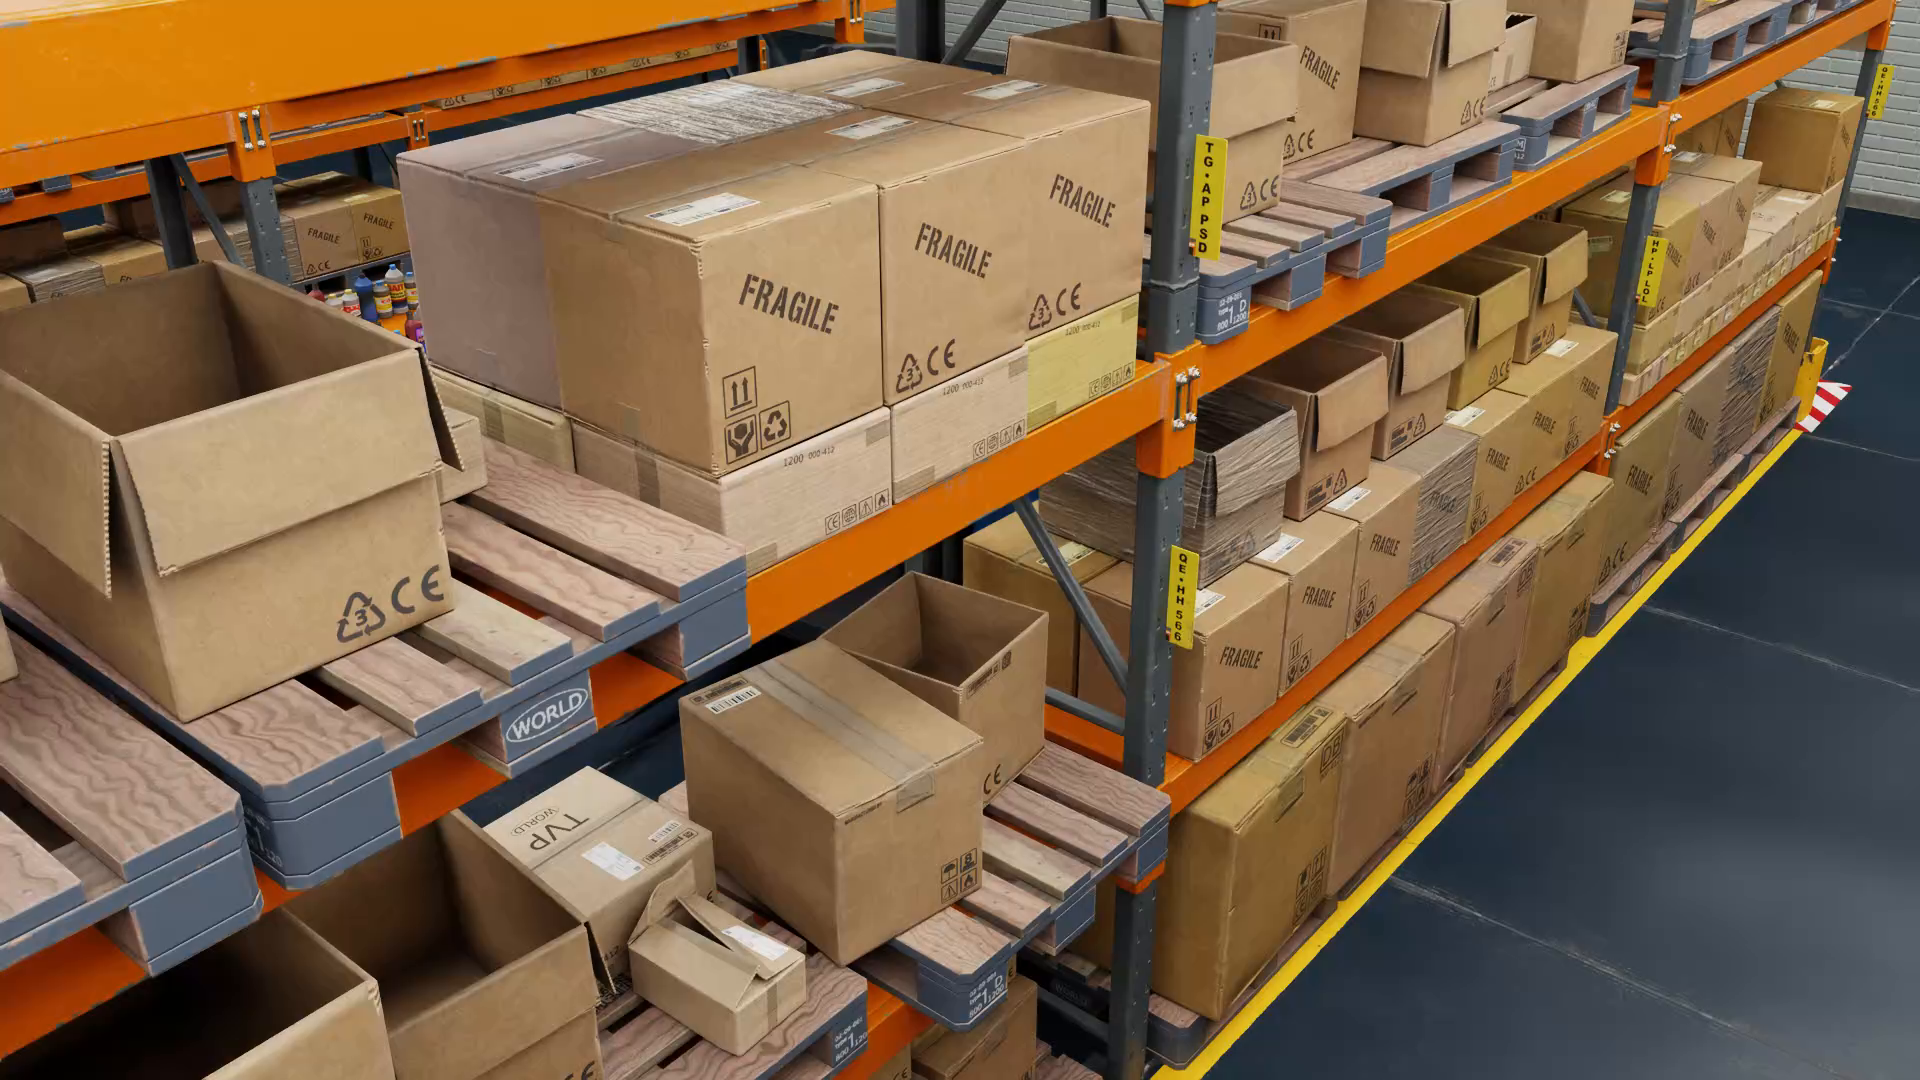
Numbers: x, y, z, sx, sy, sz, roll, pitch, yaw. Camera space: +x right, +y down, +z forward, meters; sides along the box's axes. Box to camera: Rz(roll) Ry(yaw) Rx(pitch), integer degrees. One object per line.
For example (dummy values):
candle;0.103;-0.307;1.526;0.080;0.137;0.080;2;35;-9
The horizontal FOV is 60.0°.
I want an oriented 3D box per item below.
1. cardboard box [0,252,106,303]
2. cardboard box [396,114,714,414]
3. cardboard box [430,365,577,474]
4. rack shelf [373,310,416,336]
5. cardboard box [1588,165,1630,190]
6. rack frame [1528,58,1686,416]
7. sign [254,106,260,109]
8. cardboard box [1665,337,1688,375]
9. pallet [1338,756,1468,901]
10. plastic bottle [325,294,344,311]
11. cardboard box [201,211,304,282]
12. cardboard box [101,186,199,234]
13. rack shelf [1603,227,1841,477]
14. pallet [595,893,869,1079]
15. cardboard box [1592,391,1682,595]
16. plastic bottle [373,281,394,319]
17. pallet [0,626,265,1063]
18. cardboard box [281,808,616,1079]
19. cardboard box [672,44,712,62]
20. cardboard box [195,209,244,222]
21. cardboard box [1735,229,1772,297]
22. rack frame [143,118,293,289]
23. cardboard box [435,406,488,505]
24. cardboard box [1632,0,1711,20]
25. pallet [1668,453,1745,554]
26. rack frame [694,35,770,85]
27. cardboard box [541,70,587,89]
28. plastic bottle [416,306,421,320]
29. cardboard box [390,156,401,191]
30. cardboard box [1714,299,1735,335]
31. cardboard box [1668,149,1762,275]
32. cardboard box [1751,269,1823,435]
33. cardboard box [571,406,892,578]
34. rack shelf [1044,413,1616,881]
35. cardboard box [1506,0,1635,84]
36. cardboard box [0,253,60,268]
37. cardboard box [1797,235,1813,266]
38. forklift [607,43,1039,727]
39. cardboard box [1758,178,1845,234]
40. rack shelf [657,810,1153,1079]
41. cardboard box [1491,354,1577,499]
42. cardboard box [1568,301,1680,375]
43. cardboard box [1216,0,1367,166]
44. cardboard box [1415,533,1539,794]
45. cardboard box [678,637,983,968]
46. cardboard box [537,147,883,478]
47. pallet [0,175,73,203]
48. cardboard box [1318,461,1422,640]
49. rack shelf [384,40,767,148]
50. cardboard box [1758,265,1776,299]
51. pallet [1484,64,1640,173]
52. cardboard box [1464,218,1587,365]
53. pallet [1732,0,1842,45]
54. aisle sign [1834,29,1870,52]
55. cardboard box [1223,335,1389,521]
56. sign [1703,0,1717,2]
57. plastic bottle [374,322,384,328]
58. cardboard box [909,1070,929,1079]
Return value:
cardboard box;-6.566;-1.750;12.109;0.500;0.500;0.500;19;33;33
cardboard box;-0.901;-0.651;3.826;0.500;0.500;0.500;20;33;33
cardboard box;-0.905;-0.309;3.982;0.500;0.250;0.500;22;34;35
rack shelf;-2.313;-1.340;9.859;1.077;0.370;4.000;21;34;34
cardboard box;3.189;-1.737;8.867;0.500;0.500;0.500;21;34;35
rack frame;2.781;-0.921;8.266;1.000;3.000;0.127;21;34;34
sign;-3.156;-2.078;7.352;0.100;0.325;0.005;21;34;34
cardboard box;3.560;-1.004;8.699;0.380;0.149;0.250;22;35;36
pallet;1.572;1.048;7.495;1.003;0.211;1.213;21;34;34
plastic bottle;-3.423;-1.248;9.113;0.097;0.201;0.097;0;27;0
cardboard box;-5.594;-2.294;13.161;0.500;0.500;0.500;21;34;35
cardboard box;-6.311;-2.603;12.943;0.500;0.250;0.500;20;33;33
rack shelf;4.053;-1.311;9.802;1.077;0.370;4.000;21;34;34
pallet;-0.991;1.296;4.189;1.003;0.211;1.213;21;34;34
cardboard box;3.262;-0.375;9.065;0.875;0.875;0.875;21;34;34
plastic bottle;-3.237;-1.351;9.314;0.097;0.201;0.097;0;27;0
pallet;-1.833;0.479;2.500;1.213;0.211;1.003;21;34;34
cardboard box;-1.276;1.041;3.903;0.637;0.503;0.797;-24;36;-39
cardboard box;-2.719;-4.857;15.765;0.500;0.500;0.500;21;34;35
cardboard box;-6.011;-2.435;13.434;0.500;0.500;0.500;21;34;35
cardboard box;4.247;-1.609;9.436;0.500;0.250;0.500;21;34;34
rack frame;-3.585;-0.950;8.323;1.000;3.000;0.127;21;34;34
cardboard box;-1.192;-0.194;3.393;0.380;0.166;0.250;20;33;33
cardboard box;3.232;-2.824;8.005;0.700;0.500;0.500;19;33;32
pallet;4.101;-0.364;10.223;1.003;0.211;1.213;21;34;34
rack frame;-2.317;-5.236;16.606;1.000;3.000;0.127;21;34;34
cardboard box;-3.683;-4.322;14.732;0.500;0.500;0.500;21;34;34
plastic bottle;-2.766;-1.118;8.782;0.152;0.276;0.135;21;34;34
cardboard box;-4.717;-3.188;14.889;0.500;0.500;0.500;21;34;34
cardboard box;4.050;-1.277;9.227;0.380;0.149;0.250;21;34;35
cardboard box;3.929;-1.773;8.936;0.500;0.500;0.500;20;33;33
cardboard box;4.980;-1.332;10.915;0.875;0.875;0.875;21;34;34
cardboard box;-0.503;-0.171;3.715;0.500;0.250;0.500;22;34;36
rack shelf;1.509;0.108;7.060;1.077;0.370;4.000;21;34;34
cardboard box;2.420;-2.276;7.054;0.700;0.500;0.500;22;34;36
cardboard box;-6.991;-1.885;12.370;0.500;0.500;0.500;22;35;36
cardboard box;5.027;-1.823;10.284;0.380;0.149;0.250;21;34;35
forklift;-0.592;-0.788;8.084;1.130;2.935;3.031;15;31;26
cardboard box;5.222;-2.155;10.491;0.500;0.250;0.500;20;33;34
rack shelf;-1.036;1.526;4.319;1.077;0.370;4.000;21;34;34
cardboard box;2.374;-0.546;7.433;0.500;0.500;0.500;22;35;36
cardboard box;3.282;-1.077;8.406;0.500;0.250;0.500;20;33;34
cardboard box;1.050;-1.635;5.816;0.500;0.500;0.500;23;35;37
cardboard box;1.821;0.386;7.595;1.225;0.875;0.875;19;33;33
cardboard box;-0.354;0.696;4.573;0.500;0.500;0.700;-22;35;-36
cardboard box;-0.518;-0.503;3.541;0.500;0.500;0.500;21;34;35
pallet;-7.028;-2.575;11.672;1.213;0.211;1.003;21;34;34
cardboard box;1.405;-0.006;6.389;0.500;0.500;0.500;20;33;34
rack shelf;-3.589;-4.207;15.401;1.077;0.370;4.000;21;34;34
cardboard box;4.540;-1.551;9.756;0.380;0.149;0.250;21;34;35
pallet;2.236;-1.829;6.964;0.805;0.209;1.217;19;33;32
cardboard box;2.381;-1.182;7.570;0.797;0.503;0.637;20;33;33
pallet;4.086;-2.932;8.984;1.003;0.211;1.213;21;34;34
aisle sign;5.602;-3.432;10.290;0.394;0.787;0.004;21;34;34
cardboard box;1.131;-0.478;6.208;0.797;0.503;0.637;22;34;36
sign;3.206;-2.468;7.086;0.100;0.325;0.005;21;34;34
plastic bottle;-2.966;-0.985;8.530;0.097;0.271;0.097;0;27;0
cardboard box;-0.517;1.856;5.140;0.700;0.500;0.500;18;32;30
